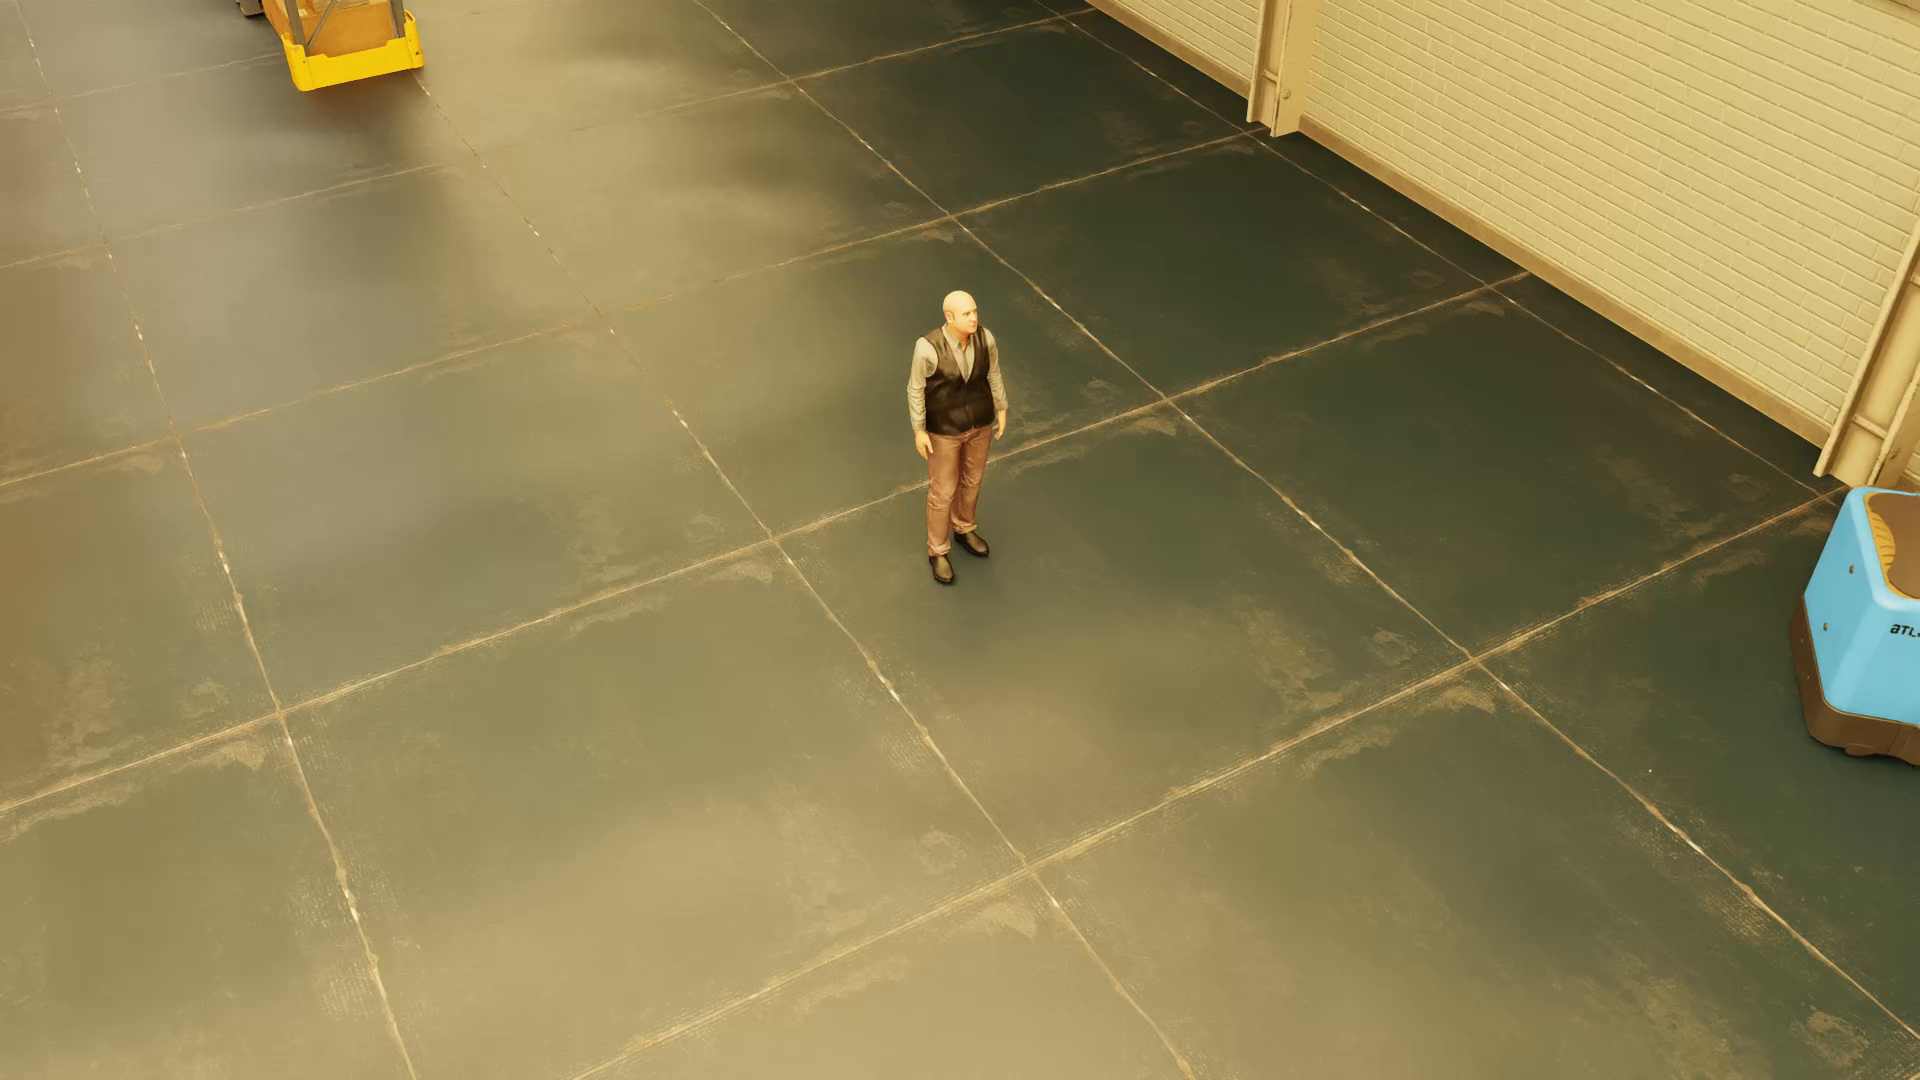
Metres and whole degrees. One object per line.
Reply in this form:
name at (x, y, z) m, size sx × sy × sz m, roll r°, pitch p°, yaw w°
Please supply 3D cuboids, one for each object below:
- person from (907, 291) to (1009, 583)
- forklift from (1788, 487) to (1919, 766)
person at (0.025, -0.631, 9.733) m, size 0.634 × 1.722 × 0.566 m, roll -20°, pitch 44°, yaw -23°
forklift at (6.154, -0.074, 8.125) m, size 3.031 × 2.935 × 1.130 m, roll 9°, pitch 41°, yaw 11°
